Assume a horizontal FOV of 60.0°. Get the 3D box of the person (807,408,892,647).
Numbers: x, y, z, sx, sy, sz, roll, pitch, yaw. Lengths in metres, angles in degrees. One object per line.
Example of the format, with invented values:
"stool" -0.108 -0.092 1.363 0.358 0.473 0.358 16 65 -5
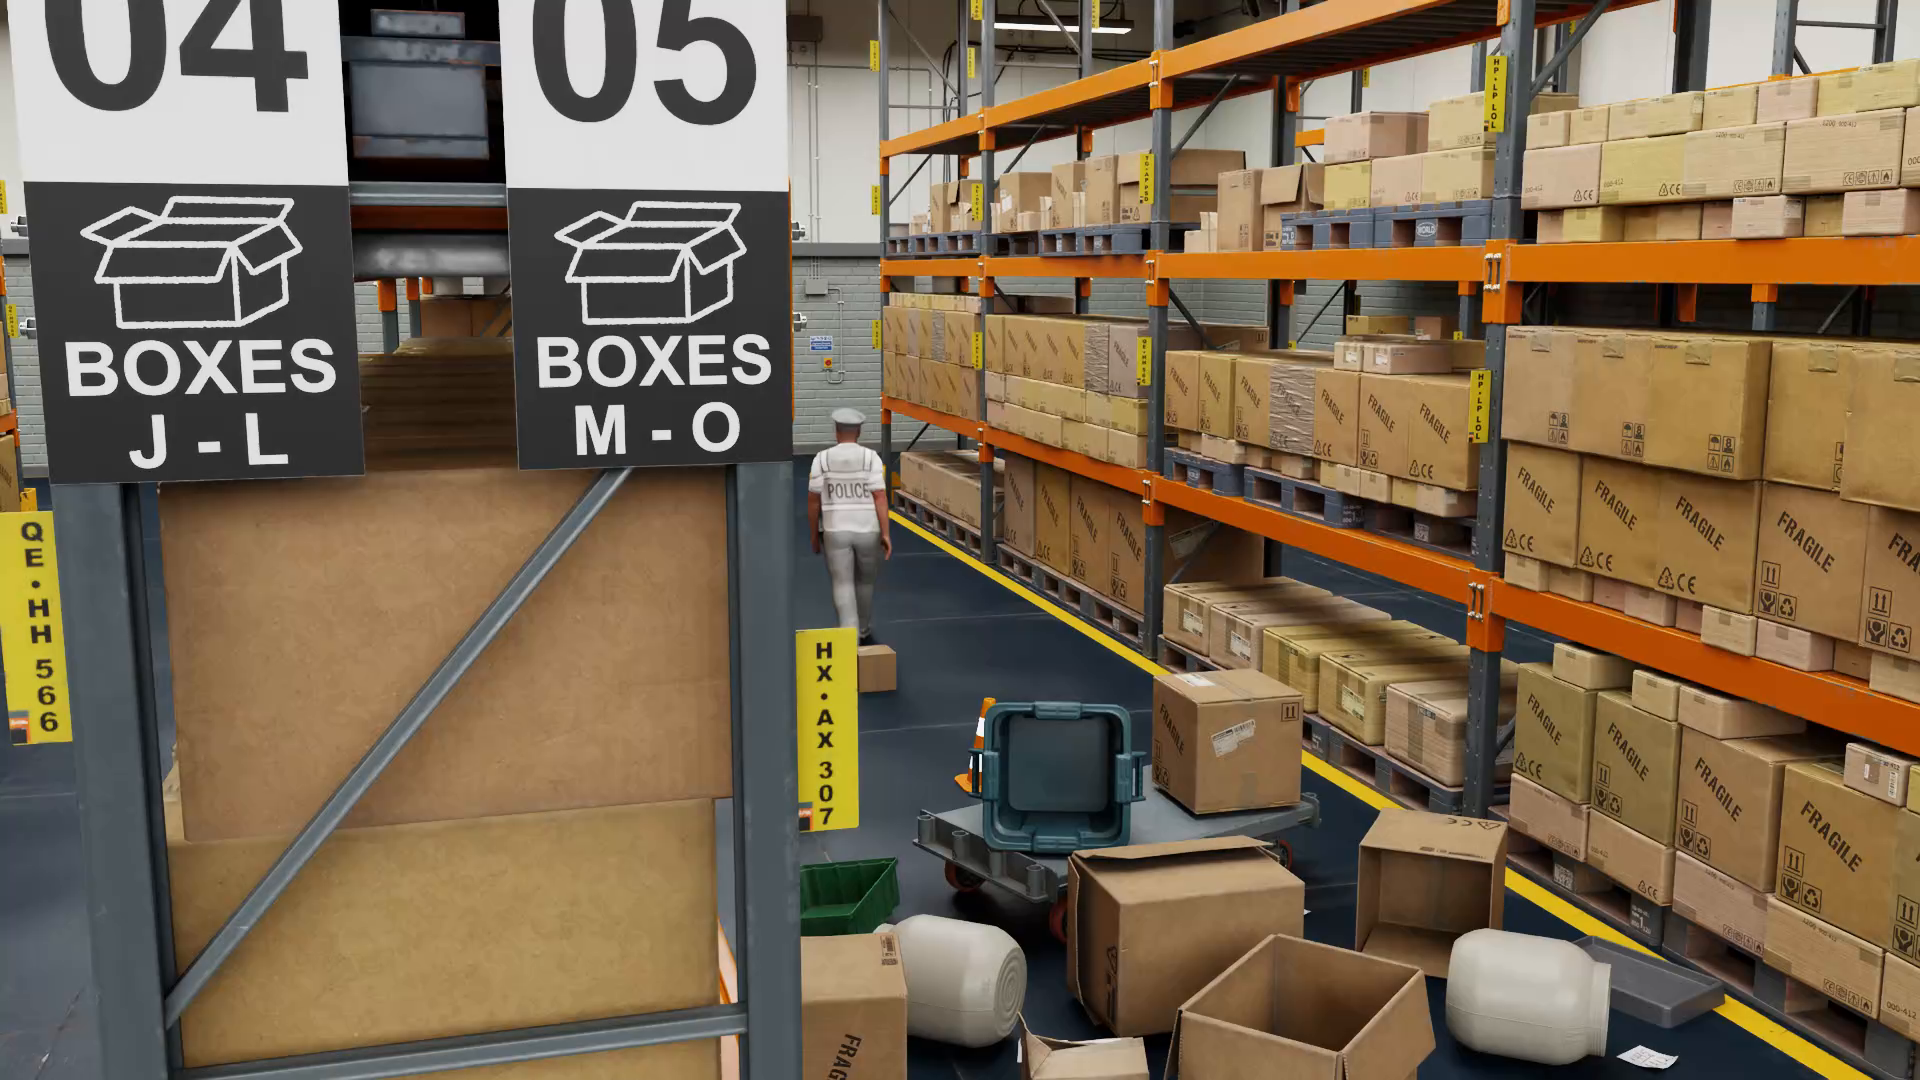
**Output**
"person" -0.793 -0.080 11.769 0.570 1.692 1.042 -2 9 -9
